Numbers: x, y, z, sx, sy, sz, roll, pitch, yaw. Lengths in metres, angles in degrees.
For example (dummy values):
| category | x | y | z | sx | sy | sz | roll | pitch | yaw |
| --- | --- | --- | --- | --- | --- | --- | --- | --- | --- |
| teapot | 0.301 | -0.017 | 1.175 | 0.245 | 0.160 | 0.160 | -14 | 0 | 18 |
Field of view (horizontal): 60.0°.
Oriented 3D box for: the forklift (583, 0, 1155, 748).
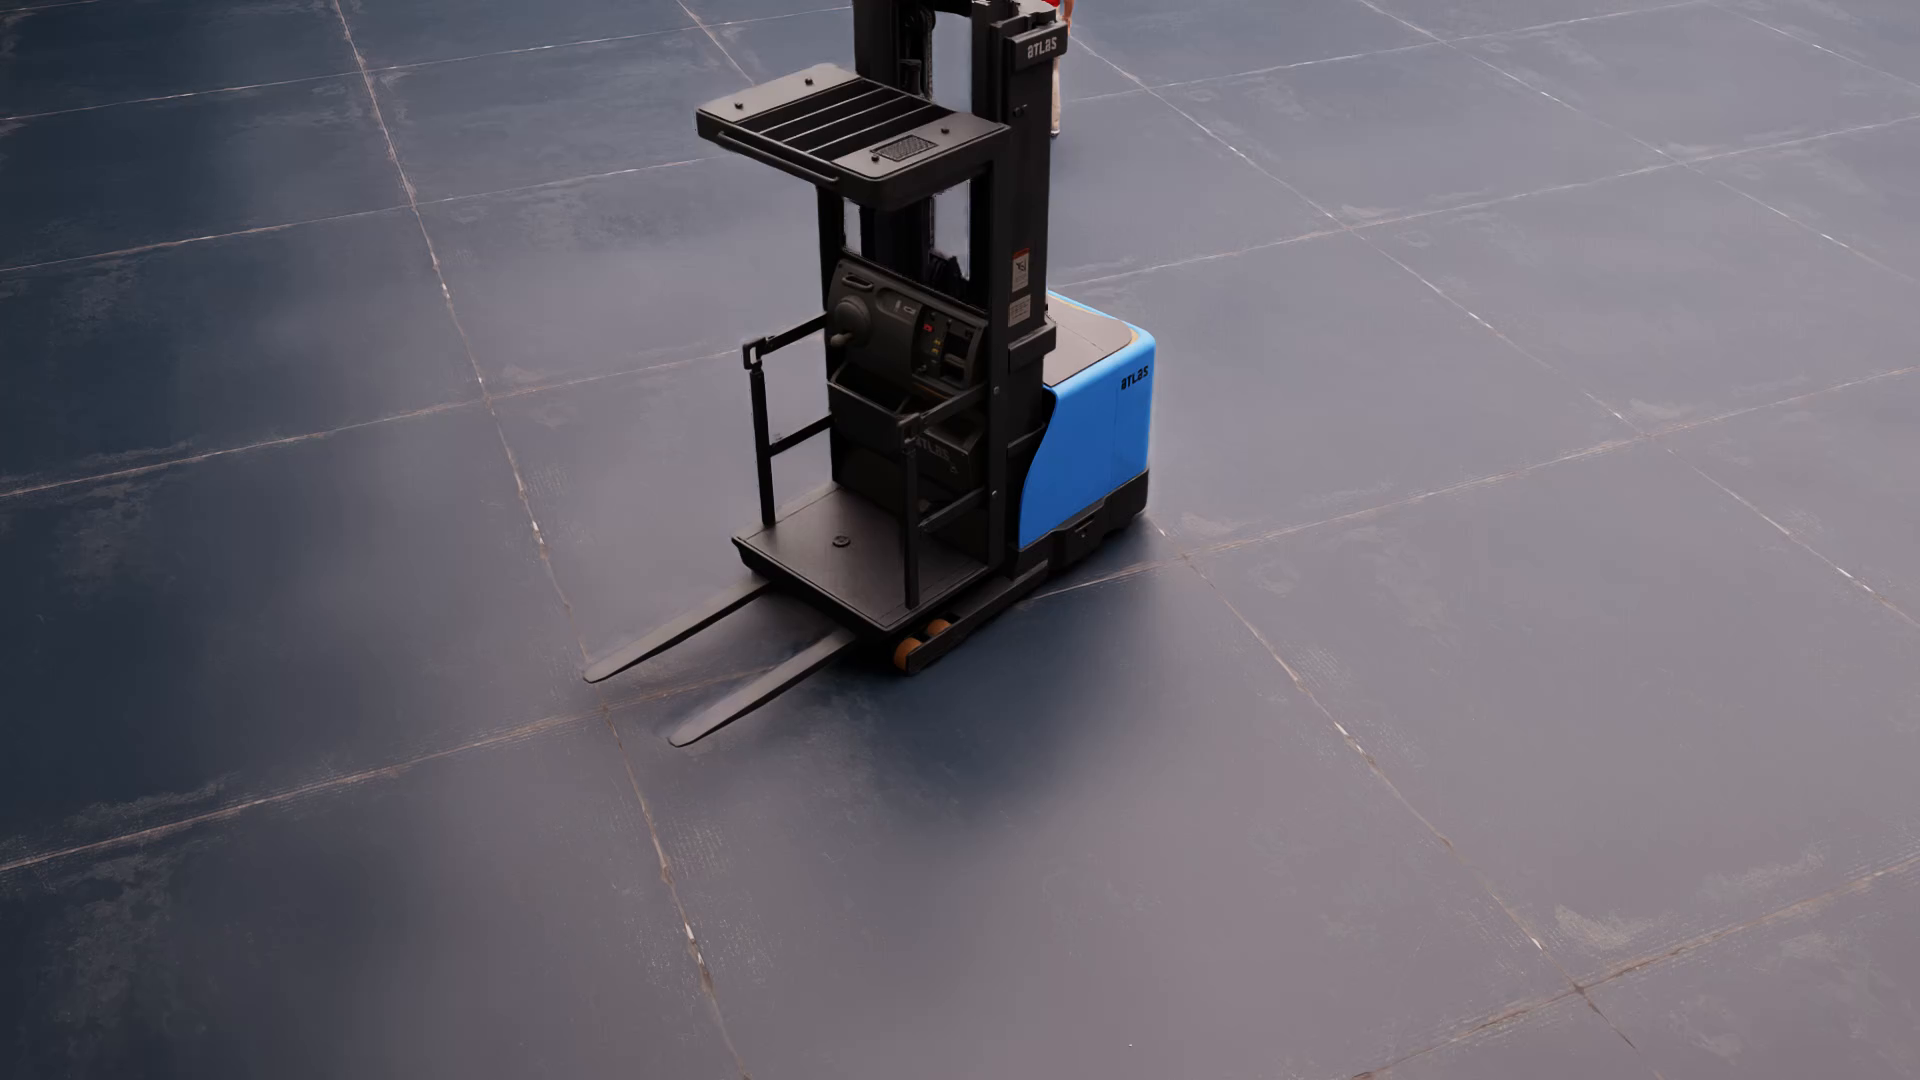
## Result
| category | x | y | z | sx | sy | sz | roll | pitch | yaw |
| --- | --- | --- | --- | --- | --- | --- | --- | --- | --- |
| forklift | -0.396 | -0.908 | 7.375 | 1.130 | 2.935 | 3.031 | 29 | 44 | 34 |

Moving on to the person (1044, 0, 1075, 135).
| category | x | y | z | sx | sy | sz | roll | pitch | yaw |
| --- | --- | --- | --- | --- | --- | --- | --- | --- | --- |
| person | 0.548 | -3.938 | 12.704 | 0.620 | 1.754 | 0.483 | -7 | 36 | -10 |
